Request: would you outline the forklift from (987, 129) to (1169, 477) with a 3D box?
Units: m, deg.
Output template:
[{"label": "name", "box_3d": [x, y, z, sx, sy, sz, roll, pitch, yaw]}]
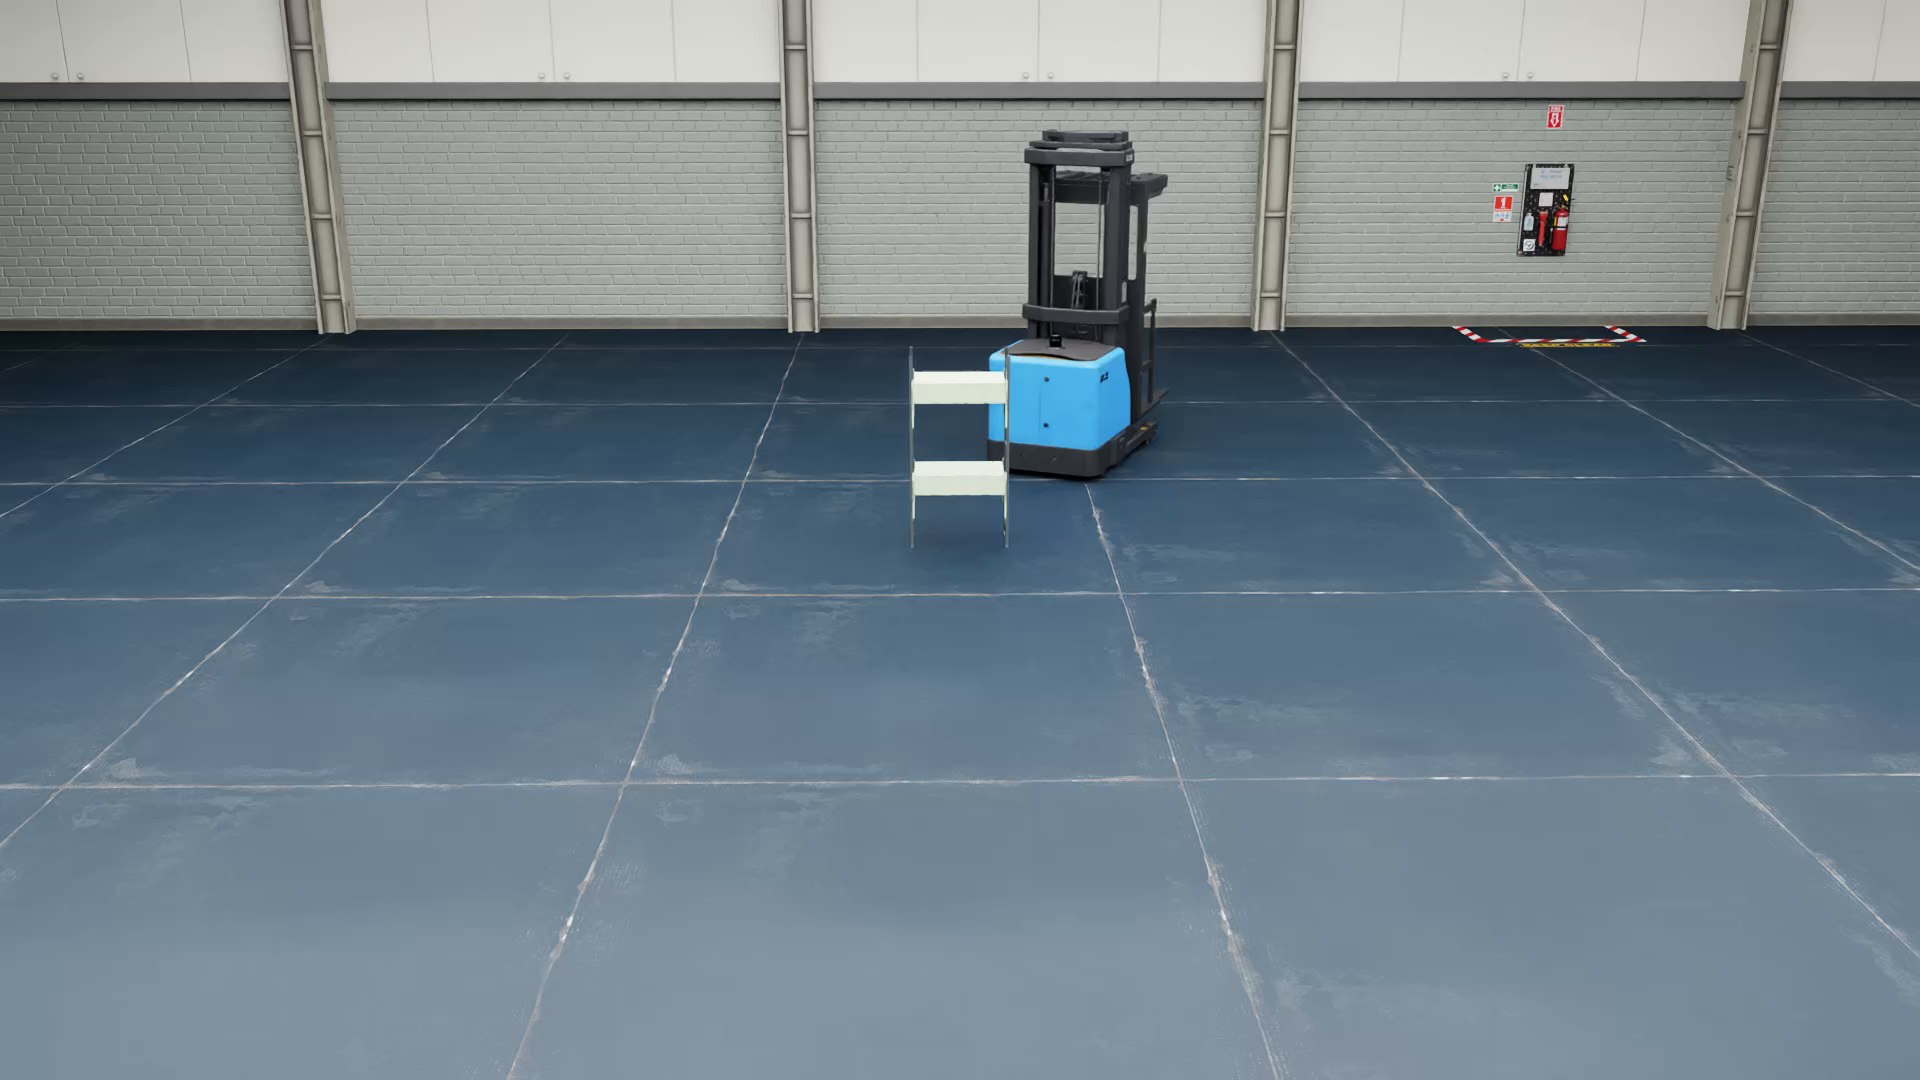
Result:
[{"label": "forklift", "box_3d": [1.271, -2.358, 15.600, 1.130, 2.935, 3.031, 7, 19, 21]}]

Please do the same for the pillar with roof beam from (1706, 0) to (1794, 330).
[{"label": "pillar with roof beam", "box_3d": [10.054, -5.742, 16.215, 0.400, 9.000, 9.100, 0, 18, -1]}]

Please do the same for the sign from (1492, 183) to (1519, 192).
[{"label": "sign", "box_3d": [6.965, -4.495, 21.225, 0.331, 0.109, 0.001, 0, 18, -1]}]

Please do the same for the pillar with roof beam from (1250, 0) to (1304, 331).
[{"label": "pillar with roof beam", "box_3d": [4.055, -5.713, 16.125, 0.400, 9.000, 9.100, 0, 18, -1]}]

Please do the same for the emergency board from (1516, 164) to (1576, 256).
[{"label": "emergency board", "box_3d": [7.514, -4.200, 21.229, 0.643, 1.169, 0.194, 0, 18, -1]}]

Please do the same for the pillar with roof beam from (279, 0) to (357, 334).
[{"label": "pillar with roof beam", "box_3d": [-7.944, -5.655, 15.945, 0.400, 9.000, 9.100, 0, 18, -1]}]

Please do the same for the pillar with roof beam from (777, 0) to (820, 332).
[{"label": "pillar with roof beam", "box_3d": [-1.945, -5.684, 16.035, 0.400, 9.000, 9.100, 0, 18, -1]}]

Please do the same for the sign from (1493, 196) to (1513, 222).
[{"label": "sign", "box_3d": [6.960, -4.246, 21.314, 0.234, 0.329, 0.001, 0, 18, -1]}]

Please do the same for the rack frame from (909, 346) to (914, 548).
[{"label": "rack frame", "box_3d": [-0.373, -0.712, 12.813, 0.023, 1.500, 0.400, 0, 18, -1]}]

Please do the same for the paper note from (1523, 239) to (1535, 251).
[{"label": "paper note", "box_3d": [7.336, -3.801, 21.427, 0.142, 0.148, 0.016, 0, 18, -1]}]

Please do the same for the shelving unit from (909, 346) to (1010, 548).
[{"label": "shelving unit", "box_3d": [-0.007, -0.714, 12.818, 0.755, 1.500, 0.431, 0, 18, -1]}]

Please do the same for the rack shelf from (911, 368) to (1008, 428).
[{"label": "rack shelf", "box_3d": [-0.007, -1.086, 12.699, 0.720, 0.370, 0.431, 0, 18, -1]}]

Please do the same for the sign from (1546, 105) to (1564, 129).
[{"label": "sign", "box_3d": [7.505, -5.334, 20.970, 0.199, 0.298, 0.001, 0, 18, -1]}]

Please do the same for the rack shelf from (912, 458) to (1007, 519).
[{"label": "rack shelf", "box_3d": [-0.007, -0.404, 12.918, 0.720, 0.370, 0.431, 0, 18, -1]}]

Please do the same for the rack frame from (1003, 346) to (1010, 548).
[{"label": "rack frame", "box_3d": [0.359, -0.716, 12.824, 0.023, 1.500, 0.400, 0, 18, -1]}]
